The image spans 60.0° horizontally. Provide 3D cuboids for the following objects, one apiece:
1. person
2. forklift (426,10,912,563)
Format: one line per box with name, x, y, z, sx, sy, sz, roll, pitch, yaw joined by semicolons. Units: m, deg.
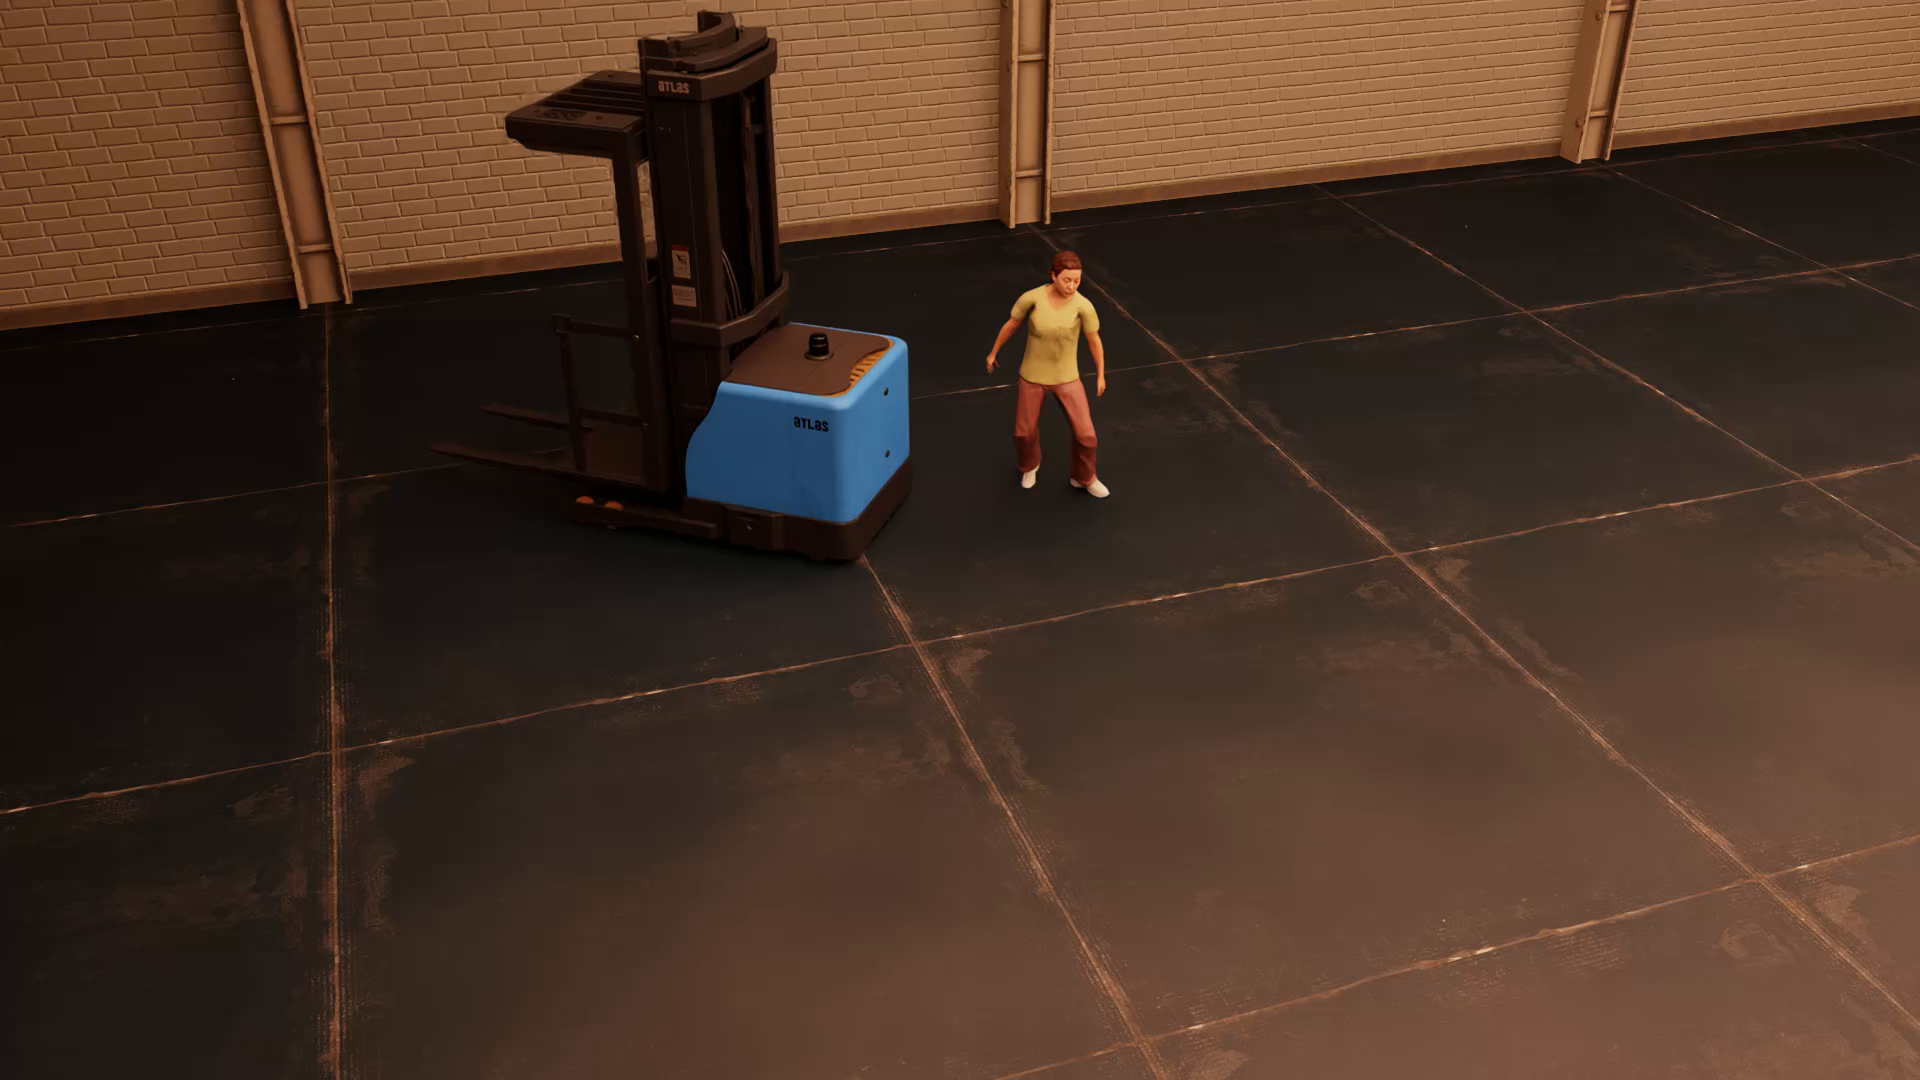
person;0.559;-1.030;10.252;0.816;1.646;0.480;6;30;10
forklift;-1.873;-1.575;9.824;3.031;2.935;1.130;10;31;17
